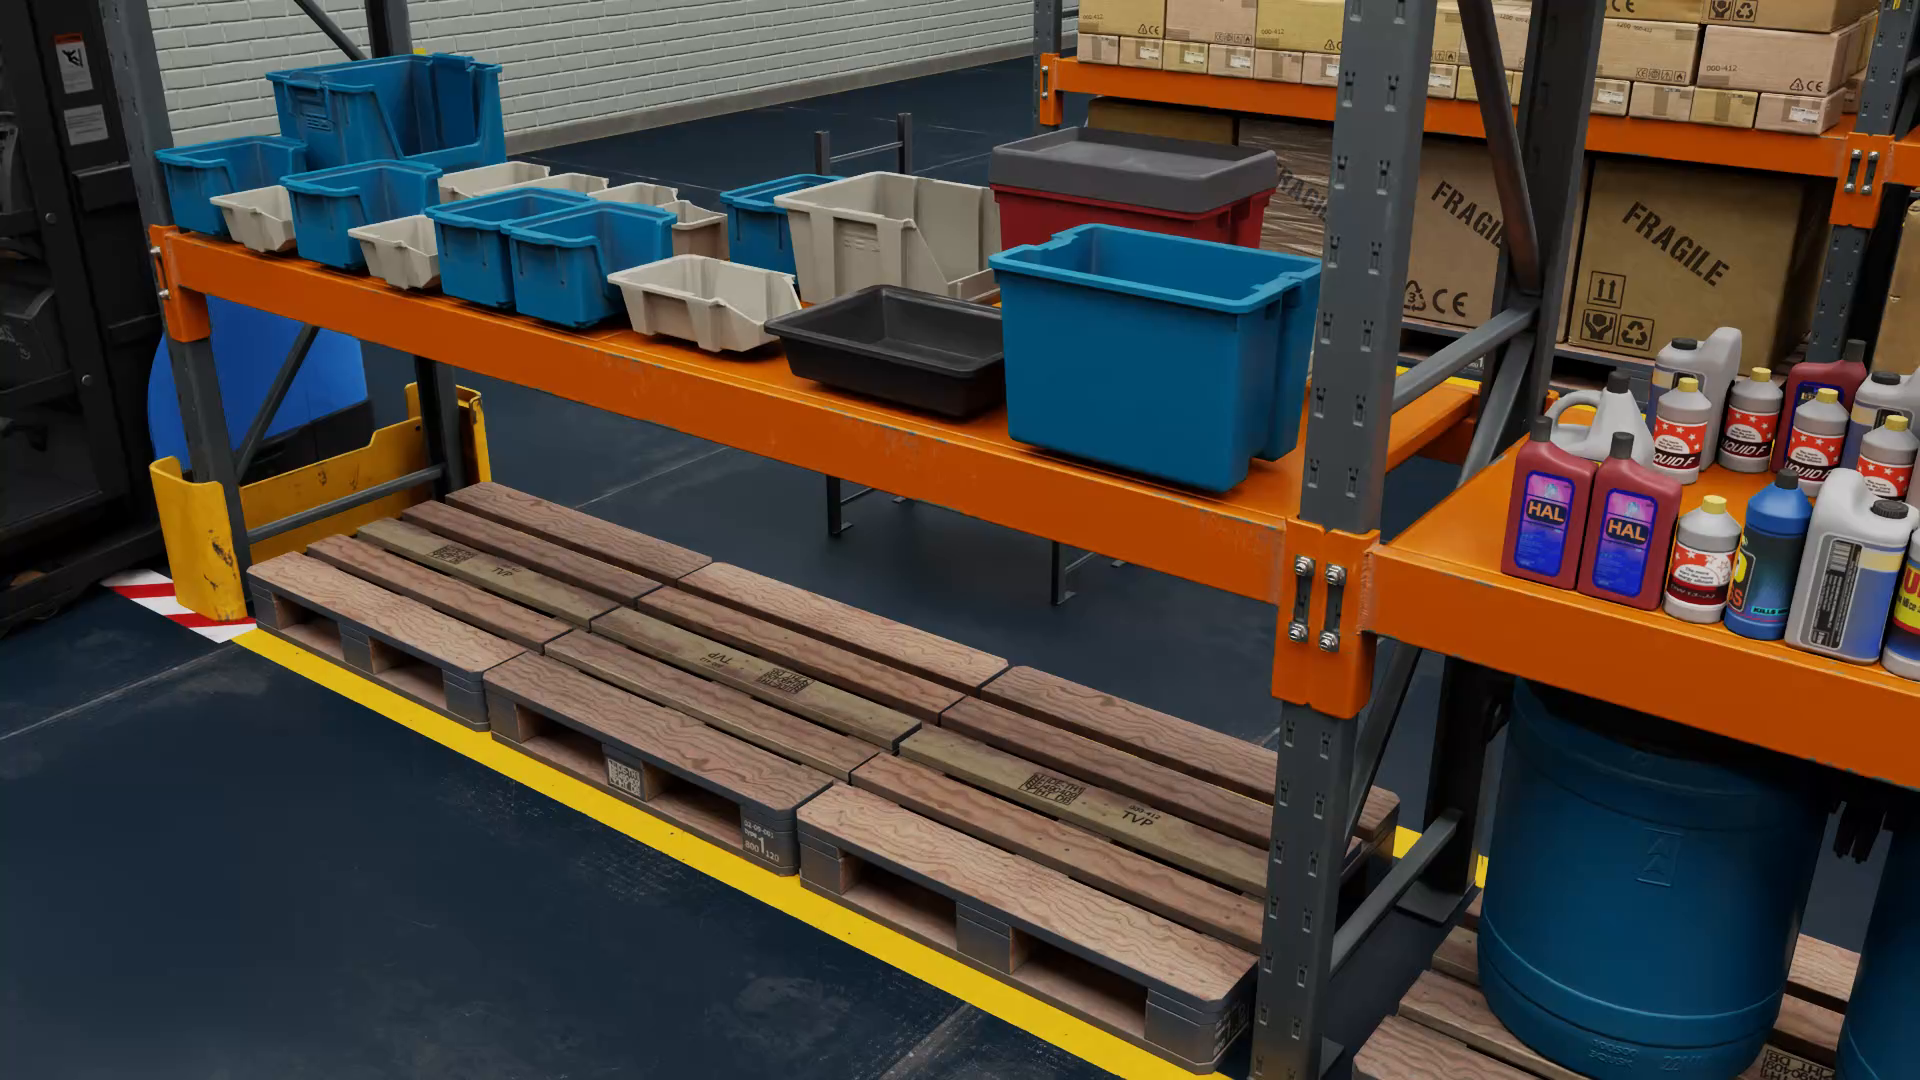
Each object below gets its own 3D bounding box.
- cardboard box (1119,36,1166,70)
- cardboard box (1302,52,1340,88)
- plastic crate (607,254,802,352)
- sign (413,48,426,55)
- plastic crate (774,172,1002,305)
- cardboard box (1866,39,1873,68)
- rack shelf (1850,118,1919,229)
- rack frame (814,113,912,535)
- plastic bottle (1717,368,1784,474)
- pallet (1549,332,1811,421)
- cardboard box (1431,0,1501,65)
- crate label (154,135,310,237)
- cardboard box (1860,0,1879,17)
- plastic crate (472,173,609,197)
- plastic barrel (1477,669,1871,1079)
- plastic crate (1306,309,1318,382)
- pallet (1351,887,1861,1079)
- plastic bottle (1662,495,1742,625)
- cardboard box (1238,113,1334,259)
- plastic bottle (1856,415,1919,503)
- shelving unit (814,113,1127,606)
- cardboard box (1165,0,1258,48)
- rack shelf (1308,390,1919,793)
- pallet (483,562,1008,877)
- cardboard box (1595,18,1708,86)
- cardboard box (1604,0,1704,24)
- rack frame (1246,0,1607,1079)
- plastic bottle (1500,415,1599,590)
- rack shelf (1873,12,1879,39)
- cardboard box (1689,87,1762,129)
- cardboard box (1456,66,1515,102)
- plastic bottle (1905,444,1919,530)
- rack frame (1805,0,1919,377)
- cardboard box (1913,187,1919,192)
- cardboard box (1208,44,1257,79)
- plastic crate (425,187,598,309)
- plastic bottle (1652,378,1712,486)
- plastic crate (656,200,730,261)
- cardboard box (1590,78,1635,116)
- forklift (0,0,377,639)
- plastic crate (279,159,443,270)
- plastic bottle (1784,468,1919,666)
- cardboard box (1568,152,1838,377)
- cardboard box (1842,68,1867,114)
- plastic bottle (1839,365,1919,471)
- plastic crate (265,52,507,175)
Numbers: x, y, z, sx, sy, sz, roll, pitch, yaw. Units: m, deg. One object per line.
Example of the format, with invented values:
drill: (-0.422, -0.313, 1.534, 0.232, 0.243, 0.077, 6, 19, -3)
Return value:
cardboard box: (1.029, -2.541, 8.609, 0.250, 0.149, 0.380, 16, 29, 33)
cardboard box: (1.853, -2.293, 8.045, 0.250, 0.149, 0.380, 16, 29, 33)
plastic crate: (-0.607, -0.576, 4.089, 0.466, 0.136, 0.293, 17, 29, 33)
sign: (-1.917, -1.568, 5.887, 0.005, 0.325, 0.100, 17, 29, 33)
plastic crate: (-0.144, -0.747, 4.297, 0.530, 0.282, 0.437, 17, 29, 33)
cardboard box: (8.726, -4.563, 15.542, 0.875, 0.438, 0.875, 16, 28, 32)
rack shelf: (5.538, -1.130, 5.987, 4.000, 0.370, 1.077, 17, 29, 33)
rack frame: (-0.339, -0.789, 6.180, 0.032, 1.500, 0.500, 17, 29, 33)
plastic bottle: (1.586, -0.244, 3.329, 0.097, 0.201, 0.097, 0, 24, 0)
pallet: (3.376, -0.876, 7.976, 1.213, 0.211, 1.003, 17, 29, 33)
cardboard box: (2.200, -2.404, 7.802, 0.500, 0.250, 0.500, 16, 28, 32)
crate label: (-2.233, -1.097, 5.153, 0.303, 0.233, 0.416, 17, 29, 33)
cardboard box: (3.708, -2.552, 7.208, 0.500, 0.500, 0.500, 17, 29, 33)
plastic crate: (-1.249, -1.005, 5.064, 0.243, 0.136, 0.396, 17, 29, 33)
plastic barrel: (1.392, 0.560, 3.340, 0.708, 0.901, 0.600, 17, 29, 33)
plastic crate: (0.680, -0.410, 3.714, 0.243, 0.136, 0.396, 17, 29, 33)
pallet: (1.560, 1.131, 3.421, 1.213, 0.211, 1.003, 17, 29, 33)
plastic bottle: (1.215, 0.027, 2.716, 0.097, 0.201, 0.097, 0, 24, 0)
cardboard box: (2.025, -1.781, 8.686, 0.875, 0.875, 0.875, 17, 29, 33)
plastic bottle: (1.709, -0.130, 3.071, 0.097, 0.201, 0.097, 0, 24, 0)
shelving unit: (0.068, -0.666, 5.901, 1.048, 1.500, 0.538, 17, 29, 33)
cardboard box: (1.379, -2.651, 8.363, 0.500, 0.250, 0.500, 16, 29, 33)
rack shelf: (2.568, 0.468, 2.360, 4.000, 0.370, 1.077, 17, 29, 33)
pallet: (-0.625, 0.471, 4.919, 1.213, 0.211, 1.003, 17, 29, 33)
cardboard box: (3.011, -2.157, 7.242, 0.500, 0.250, 0.500, 18, 29, 35)
cardboard box: (3.011, -2.501, 7.093, 0.500, 0.500, 0.500, 17, 29, 34)
rack frame: (0.967, -0.345, 3.312, 0.127, 3.000, 1.000, 17, 29, 33)
plastic bottle: (1.005, -0.065, 2.822, 0.133, 0.283, 0.061, 17, 29, 33)
rack shelf: (5.393, -3.673, 11.759, 4.000, 0.370, 1.077, 17, 29, 33)
cardboard box: (3.291, -1.858, 7.059, 0.250, 0.149, 0.380, 17, 29, 34)
cardboard box: (2.469, -2.107, 7.622, 0.250, 0.149, 0.380, 16, 29, 32)
plastic bottle: (1.812, -0.159, 2.952, 0.185, 0.351, 0.144, 17, 29, 33)
rack frame: (3.938, -1.943, 6.939, 0.127, 3.000, 1.000, 17, 29, 33)
cardboard box: (6.475, -2.391, 10.972, 0.250, 0.149, 0.380, 17, 29, 34)
cardboard box: (1.444, -2.417, 8.327, 0.250, 0.149, 0.380, 16, 29, 33)
plastic crate: (-1.180, -0.779, 4.430, 0.300, 0.233, 0.416, 17, 29, 33)
plastic bottle: (1.416, -0.218, 3.271, 0.097, 0.201, 0.097, 0, 24, 0)
plastic crate: (-0.764, -0.880, 4.780, 0.250, 0.136, 0.298, 17, 29, 33)
cardboard box: (2.880, -1.982, 7.341, 0.250, 0.149, 0.380, 17, 29, 34)
forklift: (-3.528, -1.205, 5.351, 1.130, 2.935, 3.031, 12, 26, 25)
plastic crate: (-1.707, -0.938, 4.792, 0.300, 0.233, 0.416, 17, 29, 33)
plastic bottle: (1.402, 0.035, 2.604, 0.135, 0.276, 0.152, 17, 29, 33)
cardboard box: (3.458, -1.348, 7.704, 0.875, 0.875, 0.875, 17, 29, 33)
cardboard box: (3.900, -2.007, 7.396, 0.250, 0.149, 0.380, 17, 29, 33)
plastic bottle: (1.769, -0.209, 3.157, 0.135, 0.276, 0.152, 17, 29, 33)
plastic crate: (-1.854, -1.335, 5.442, 0.499, 0.435, 0.616, 17, 29, 33)
